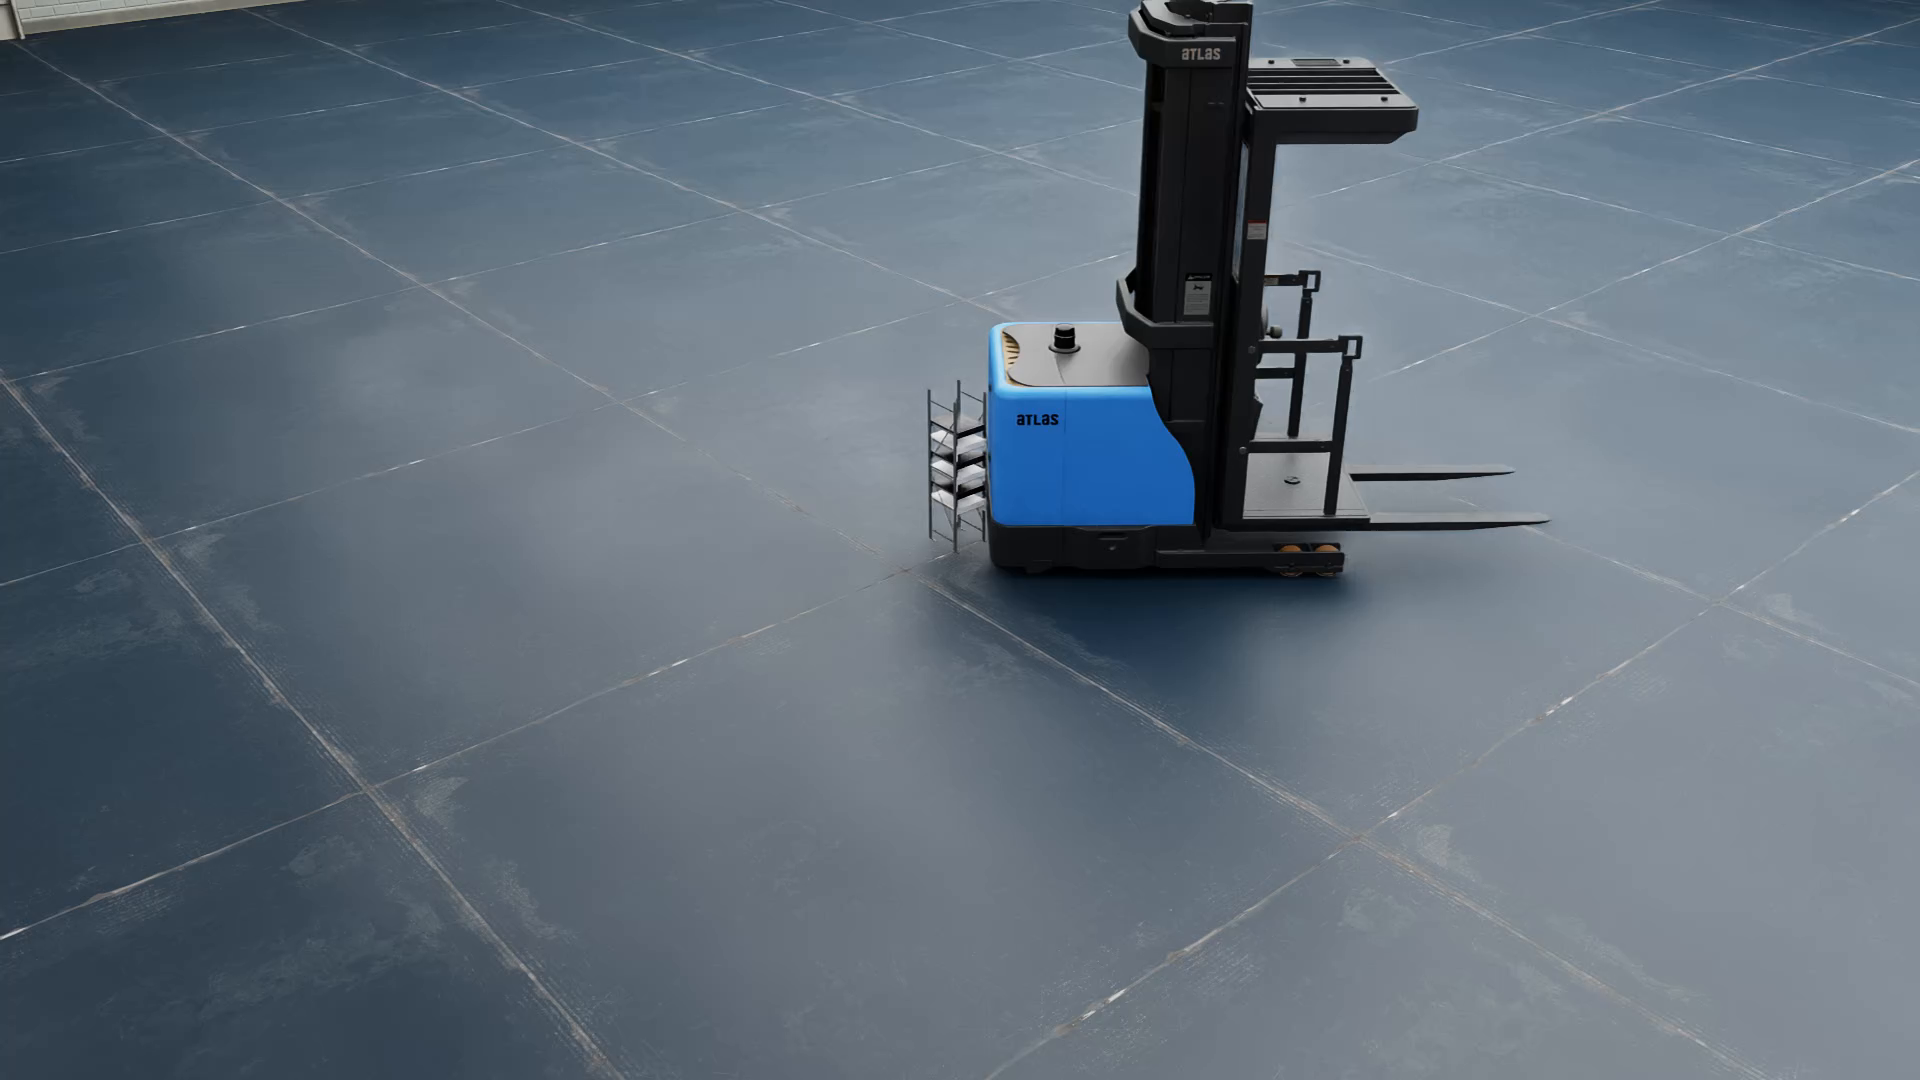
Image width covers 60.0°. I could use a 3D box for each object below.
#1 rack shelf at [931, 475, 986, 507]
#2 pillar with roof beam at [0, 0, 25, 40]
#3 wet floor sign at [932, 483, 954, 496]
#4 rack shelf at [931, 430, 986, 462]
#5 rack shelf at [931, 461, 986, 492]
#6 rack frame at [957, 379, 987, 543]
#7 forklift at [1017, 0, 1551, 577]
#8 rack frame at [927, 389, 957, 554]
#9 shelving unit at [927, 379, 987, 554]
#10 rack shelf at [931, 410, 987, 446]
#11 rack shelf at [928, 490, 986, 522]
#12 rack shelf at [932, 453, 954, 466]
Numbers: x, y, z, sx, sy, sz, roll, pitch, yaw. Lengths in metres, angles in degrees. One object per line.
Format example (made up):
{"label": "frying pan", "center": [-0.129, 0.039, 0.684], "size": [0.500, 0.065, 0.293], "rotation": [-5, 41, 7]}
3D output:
{"label": "rack shelf", "center": [-0.017, -0.286, 9.092], "size": [0.200, 0.077, 0.258], "rotation": [-21, 35, -34]}
{"label": "pillar with roof beam", "center": [-9.389, -8.824, 16.214], "size": [0.400, 9.000, 9.100], "rotation": [-22, 35, -35]}
{"label": "wet floor sign", "center": [-5.793, -1.460, 11.298], "size": [9.315, 0.644, 8.970], "rotation": [-10, 30, -18]}
{"label": "rack shelf", "center": [-0.017, -0.524, 8.965], "size": [0.200, 0.077, 0.258], "rotation": [-21, 35, -34]}
{"label": "rack shelf", "center": [-0.017, -0.366, 9.050], "size": [0.200, 0.077, 0.258], "rotation": [-21, 35, -34]}
{"label": "rack frame", "center": [0.062, -0.425, 9.091], "size": [0.006, 0.900, 0.240], "rotation": [-21, 35, -34]}
{"label": "forklift", "center": [1.717, -1.316, 8.670], "size": [2.937, 2.867, 1.118], "rotation": [-1, 28, -1]}
{"label": "rack frame", "center": [-0.095, -0.365, 8.978], "size": [0.006, 0.900, 0.240], "rotation": [-21, 35, -34]}
{"label": "shelving unit", "center": [-0.017, -0.395, 9.034], "size": [0.210, 0.900, 0.258], "rotation": [-21, 35, -34]}
{"label": "rack shelf", "center": [-0.017, -0.604, 8.923], "size": [0.200, 0.077, 0.258], "rotation": [-21, 35, -34]}
{"label": "rack shelf", "center": [-0.017, -0.207, 9.135], "size": [0.200, 0.077, 0.258], "rotation": [-21, 35, -34]}
{"label": "rack shelf", "center": [-0.017, -0.458, 9.001], "size": [0.184, 0.015, 0.199], "rotation": [-21, 35, -34]}
